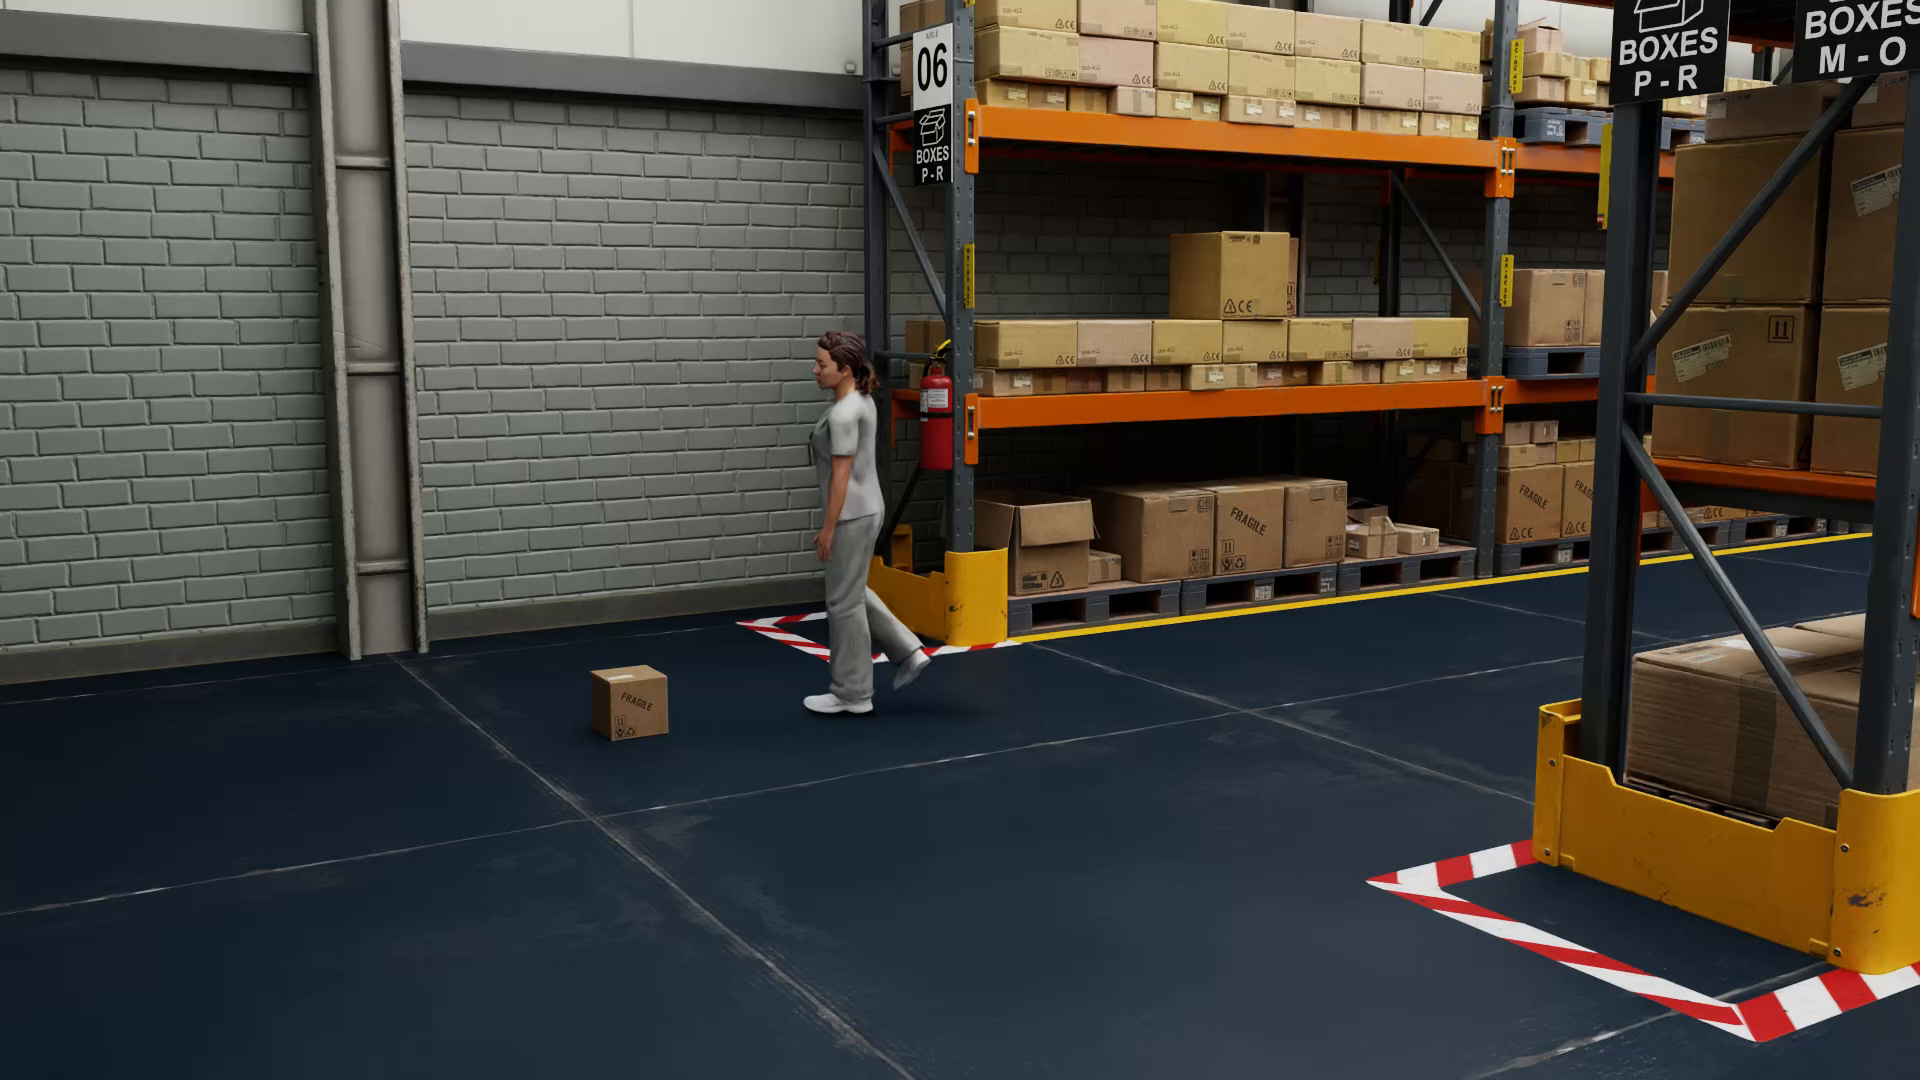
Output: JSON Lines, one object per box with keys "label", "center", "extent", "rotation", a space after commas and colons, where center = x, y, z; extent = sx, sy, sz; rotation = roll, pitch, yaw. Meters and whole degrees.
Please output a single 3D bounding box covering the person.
{"label": "person", "center": [-0.415, -0.042, 7.233], "extent": [0.548, 1.602, 0.502], "rotation": [1, 8, 7]}
